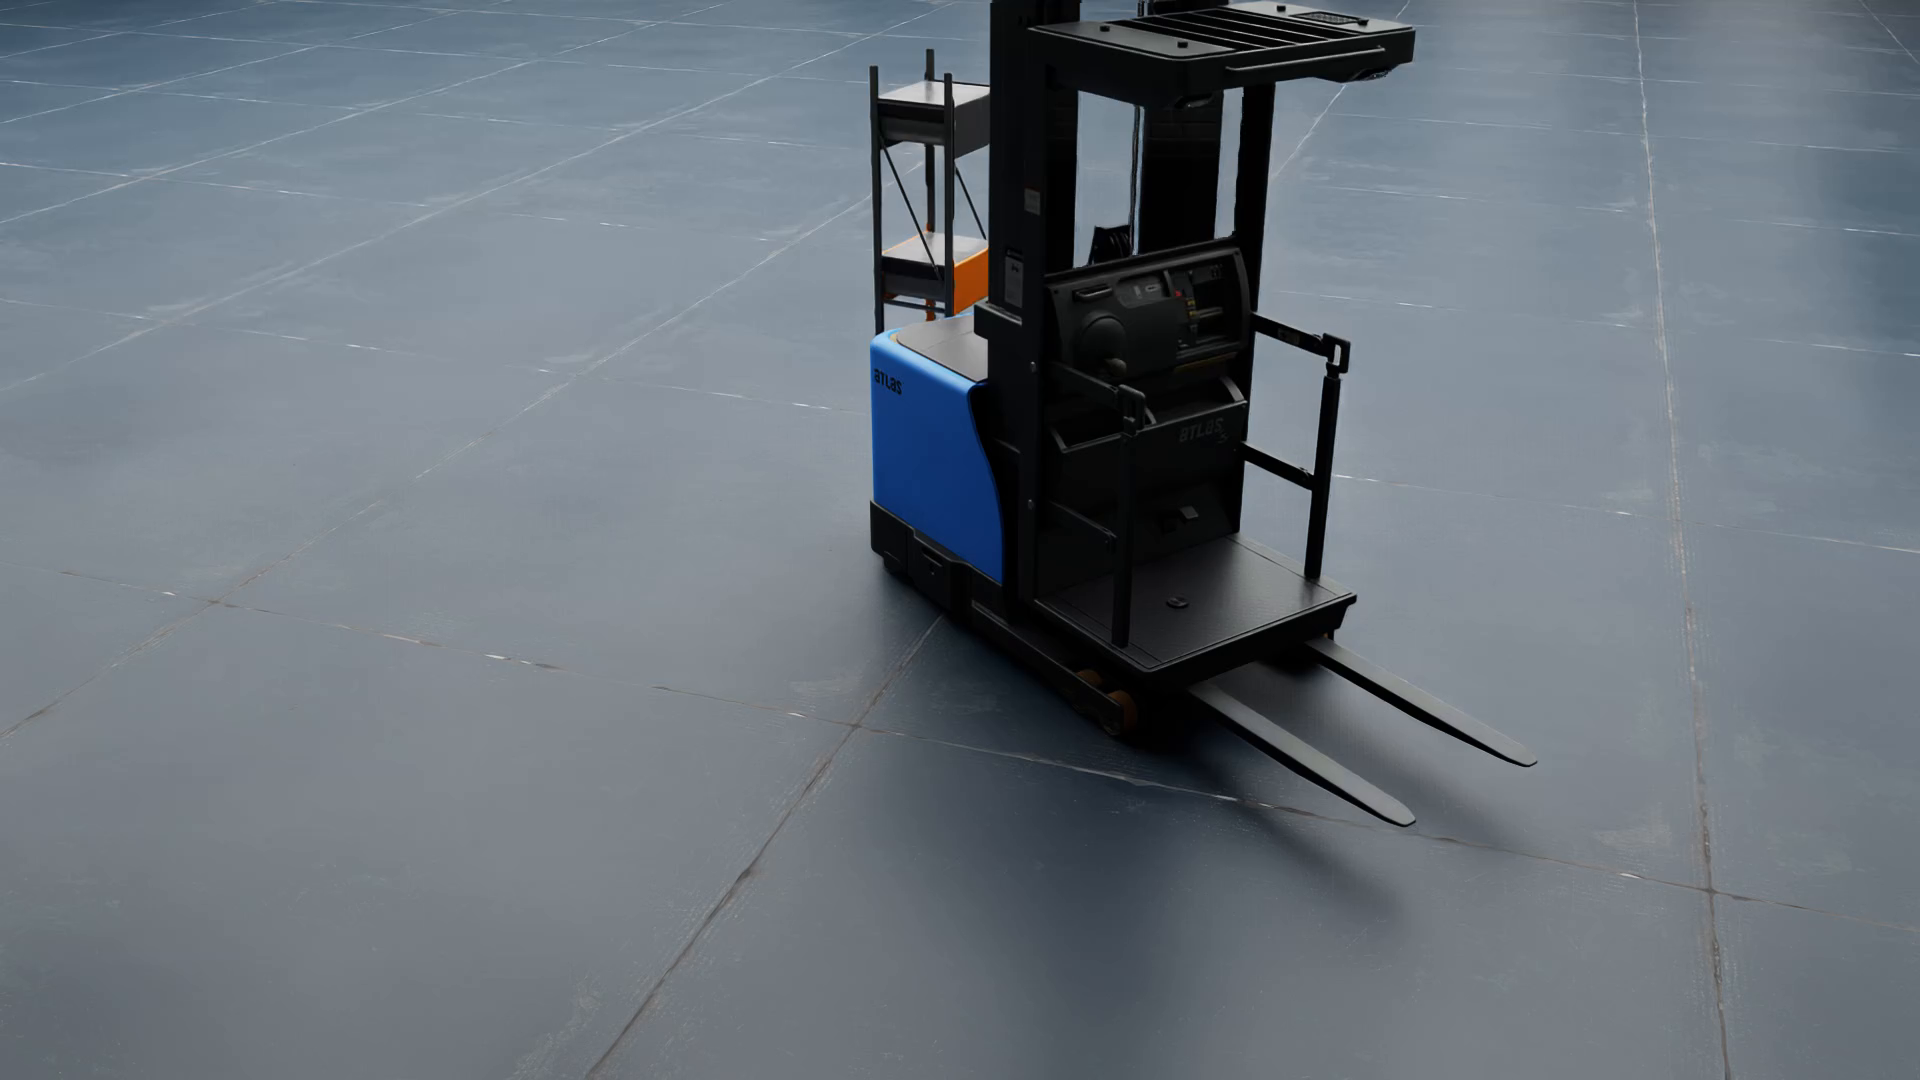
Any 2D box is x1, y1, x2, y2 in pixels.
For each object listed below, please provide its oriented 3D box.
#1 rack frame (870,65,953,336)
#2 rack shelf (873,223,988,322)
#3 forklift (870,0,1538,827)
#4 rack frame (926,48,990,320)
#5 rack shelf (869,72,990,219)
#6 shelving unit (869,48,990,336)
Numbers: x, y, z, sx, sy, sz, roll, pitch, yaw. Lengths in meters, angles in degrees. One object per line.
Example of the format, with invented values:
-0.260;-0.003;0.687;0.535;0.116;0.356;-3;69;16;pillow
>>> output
-0.209;-1.053;7.515;0.400;2.100;0.015;13;29;26;rack frame
-0.092;-1.134;7.714;0.431;0.518;0.480;13;29;26;rack shelf
0.845;-0.825;6.090;1.130;2.935;3.031;-17;30;-31;forklift
0.024;-1.240;7.901;0.400;2.100;0.015;13;29;26;rack frame
-0.092;-1.764;7.409;0.431;0.518;0.480;13;29;26;rack shelf
-0.092;-1.146;7.708;0.431;2.100;0.503;13;29;26;shelving unit
